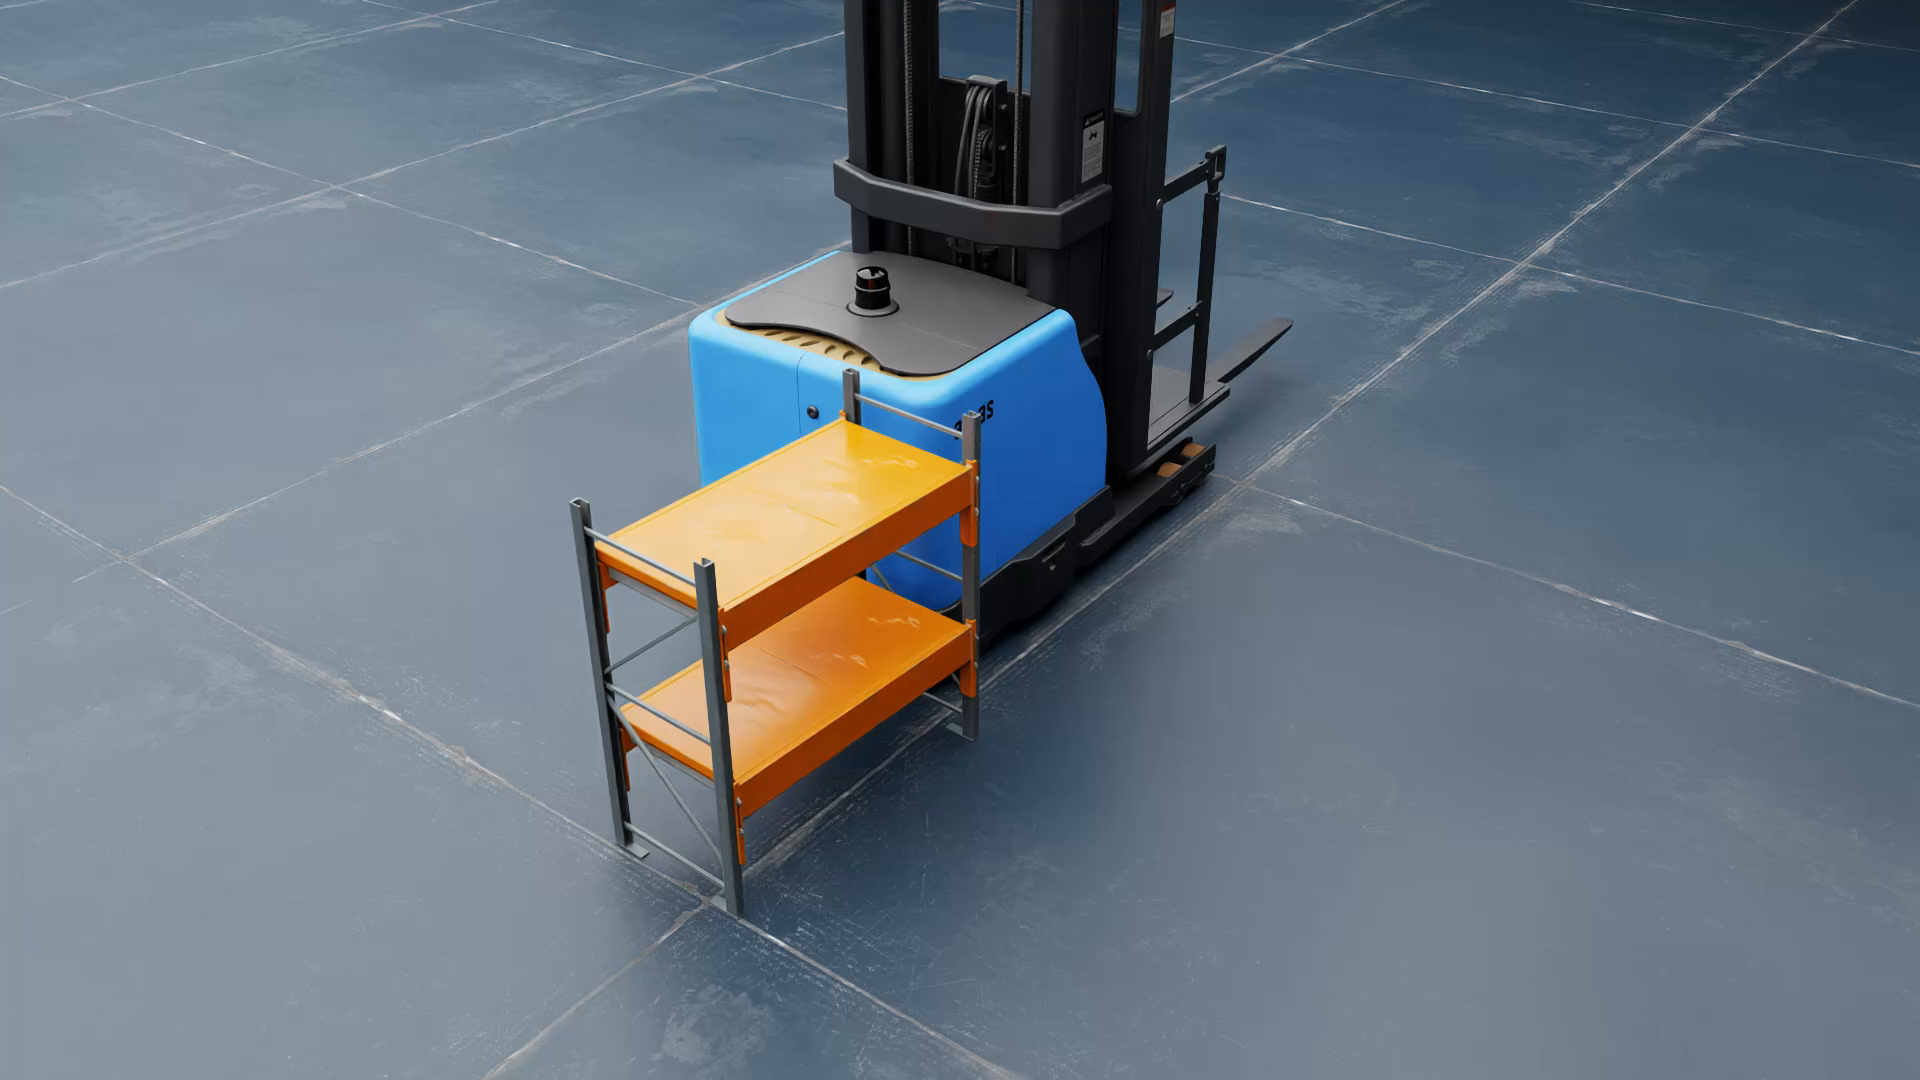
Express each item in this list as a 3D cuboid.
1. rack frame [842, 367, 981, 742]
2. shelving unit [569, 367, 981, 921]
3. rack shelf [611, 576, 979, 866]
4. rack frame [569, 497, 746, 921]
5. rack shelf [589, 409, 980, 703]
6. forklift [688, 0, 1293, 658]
[{"bbox_3d":[-0.144,0.060,5.046,0.500,1.125,0.032,23,37,33],"label":"rack frame"},{"bbox_3d":[-0.465,0.261,4.707,0.538,1.125,1.048,23,37,33],"label":"shelving unit"},{"bbox_3d":[-0.465,0.471,4.831,0.538,0.278,1.000,23,37,33],"label":"rack shelf"},{"bbox_3d":[-0.787,0.461,4.368,0.500,1.125,0.032,23,37,33],"label":"rack frame"},{"bbox_3d":[-0.465,0.009,4.558,0.538,0.278,1.000,23,37,33],"label":"rack shelf"},{"bbox_3d":[0.360,-1.524,5.946,1.130,2.935,3.031,20,36,29],"label":"forklift"}]
